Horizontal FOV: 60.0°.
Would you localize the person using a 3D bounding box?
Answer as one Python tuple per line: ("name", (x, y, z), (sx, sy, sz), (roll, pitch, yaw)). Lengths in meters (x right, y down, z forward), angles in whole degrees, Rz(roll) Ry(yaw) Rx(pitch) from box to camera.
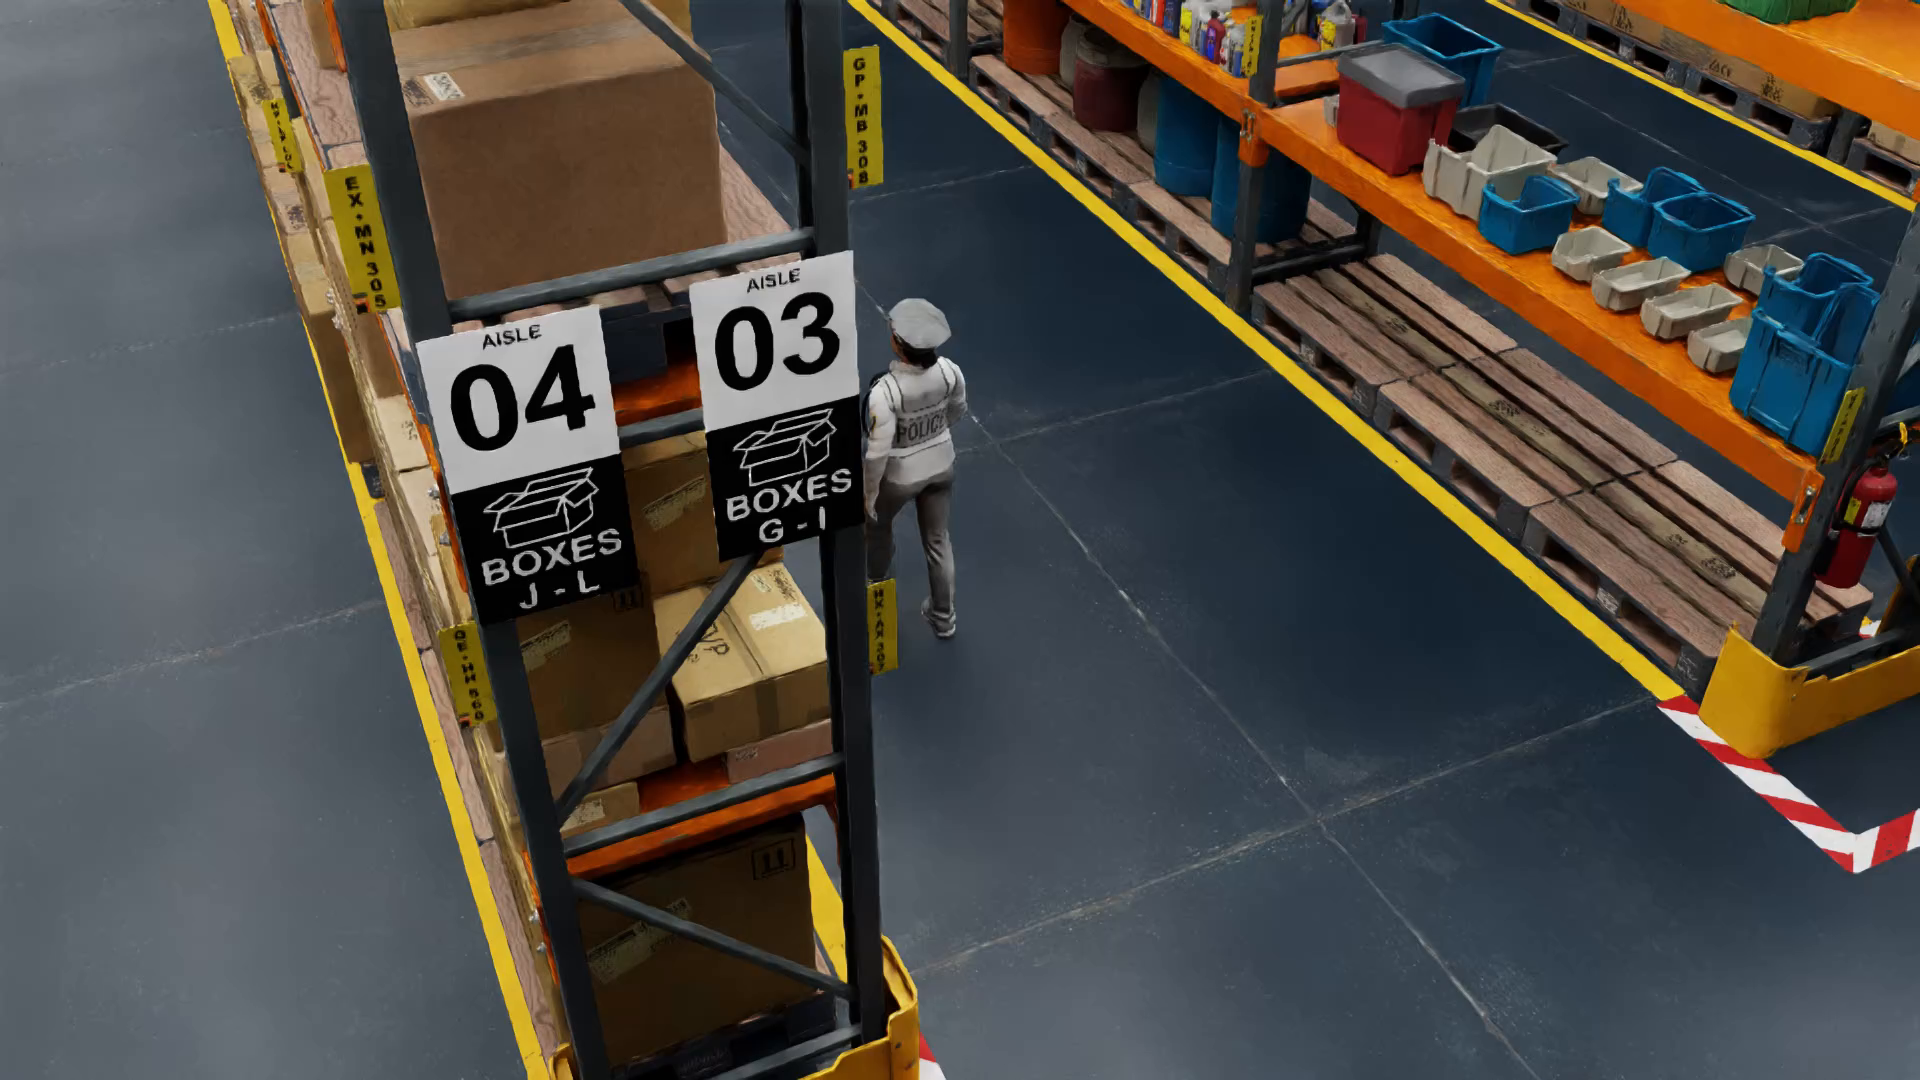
("person", (-0.266, -0.358, 7.333), (0.561, 1.712, 0.688), (-19, 41, -23))
